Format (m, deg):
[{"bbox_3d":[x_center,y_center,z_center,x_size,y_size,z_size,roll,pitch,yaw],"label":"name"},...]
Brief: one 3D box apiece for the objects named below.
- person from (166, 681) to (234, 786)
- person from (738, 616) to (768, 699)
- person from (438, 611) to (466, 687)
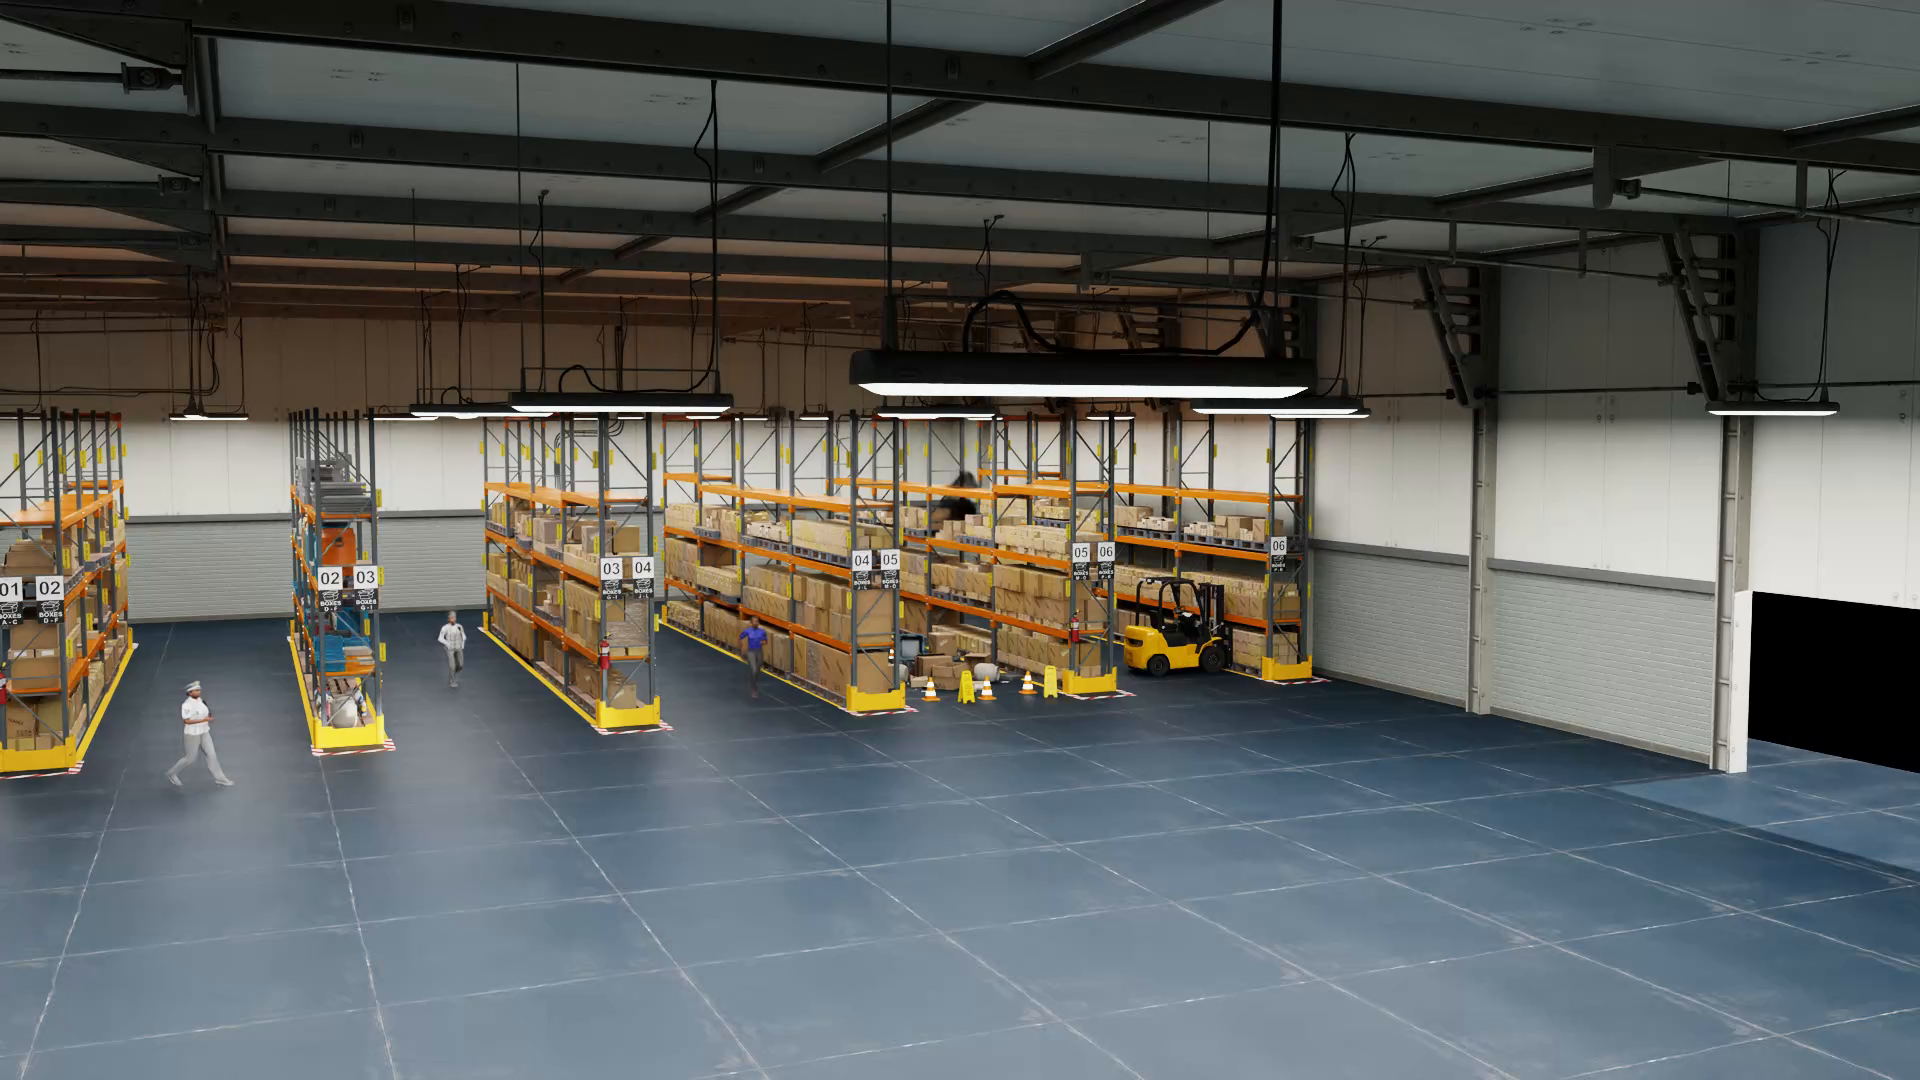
[{"bbox_3d":[-11.916,3.025,26.042,1.034,1.654,0.589,1,4,10],"label":"person"},{"bbox_3d":[-4.319,2.461,34.878,0.538,1.701,0.764,-2,5,-30],"label":"person"},{"bbox_3d":[-11.009,2.367,36.149,0.611,1.643,0.569,-3,5,-34],"label":"person"}]
